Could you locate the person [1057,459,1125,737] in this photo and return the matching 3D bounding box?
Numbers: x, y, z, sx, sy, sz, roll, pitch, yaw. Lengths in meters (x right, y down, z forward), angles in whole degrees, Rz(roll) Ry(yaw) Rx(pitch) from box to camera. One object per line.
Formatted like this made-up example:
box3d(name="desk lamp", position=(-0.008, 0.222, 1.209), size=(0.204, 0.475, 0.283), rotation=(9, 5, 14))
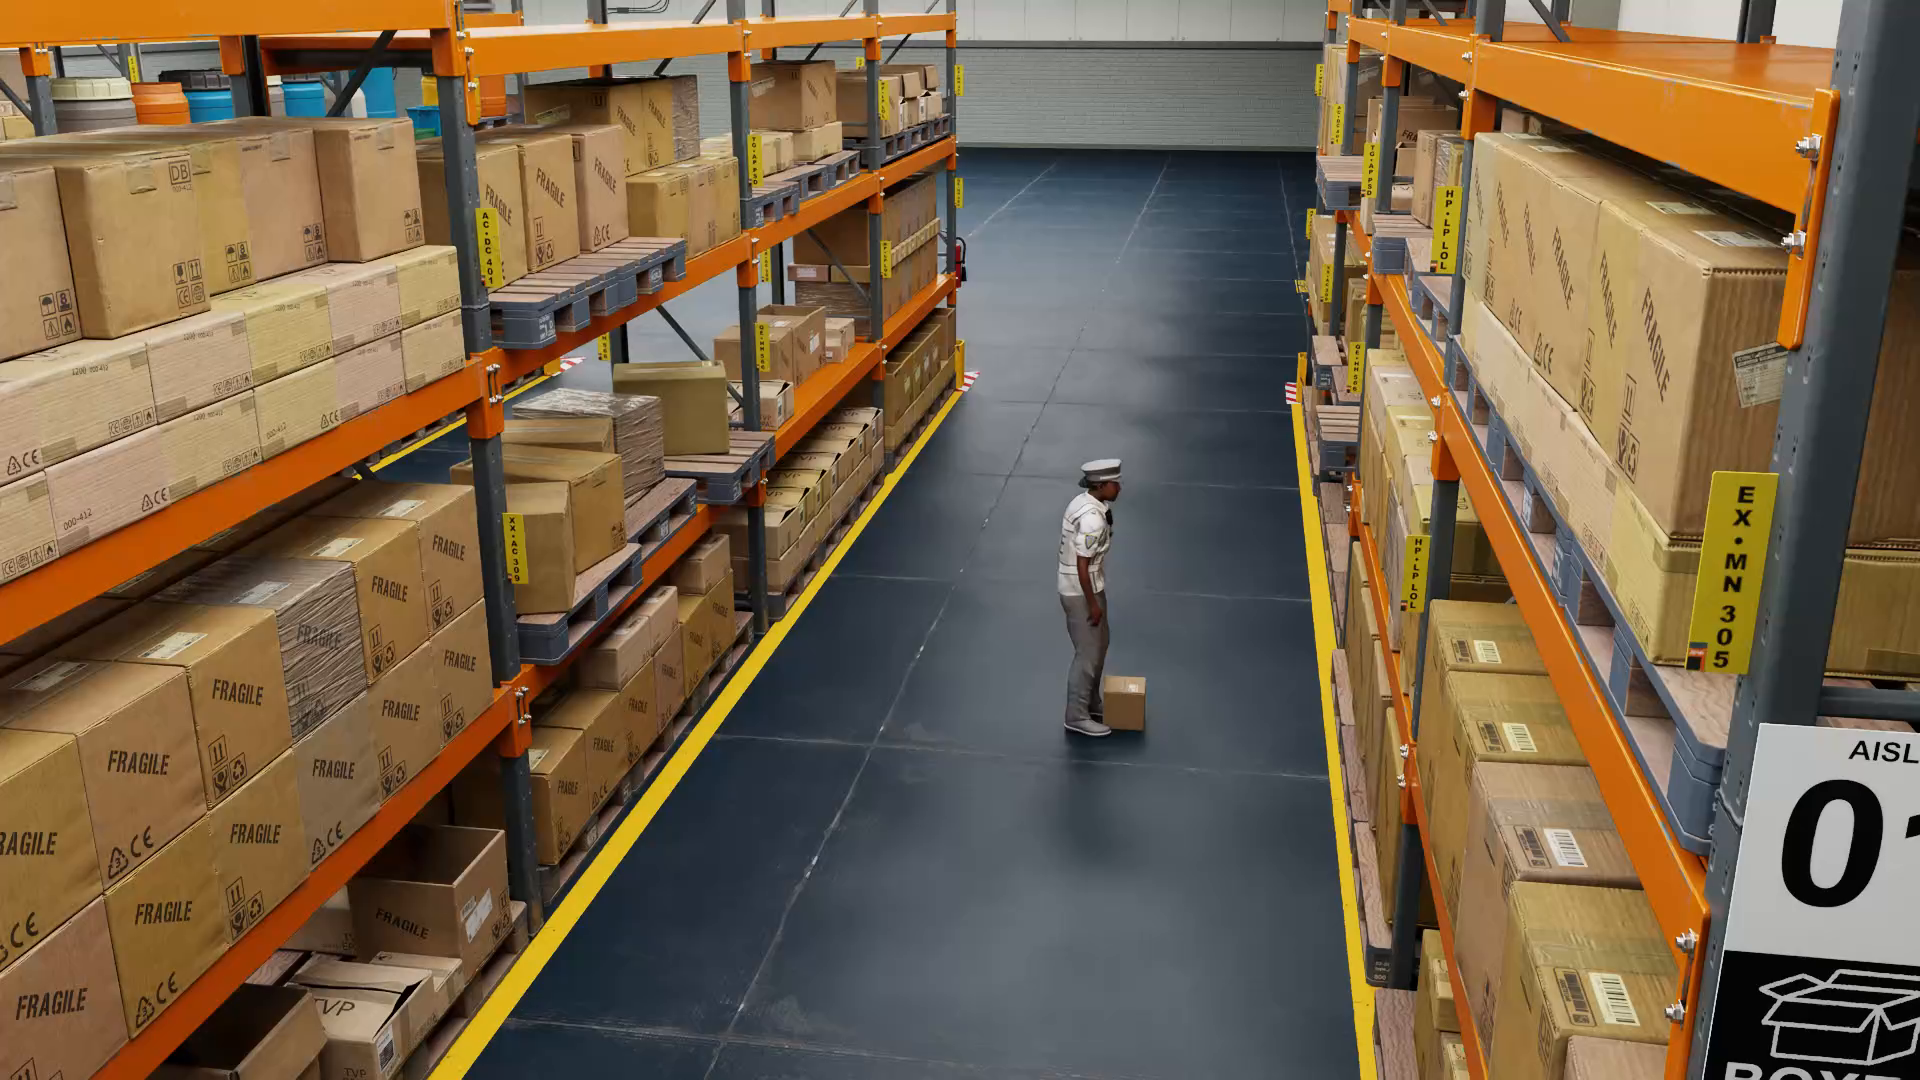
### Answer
box3d(name="person", position=(0.794, 0.325, 10.054), size=(0.419, 1.661, 0.530), rotation=(2, 18, 6))
